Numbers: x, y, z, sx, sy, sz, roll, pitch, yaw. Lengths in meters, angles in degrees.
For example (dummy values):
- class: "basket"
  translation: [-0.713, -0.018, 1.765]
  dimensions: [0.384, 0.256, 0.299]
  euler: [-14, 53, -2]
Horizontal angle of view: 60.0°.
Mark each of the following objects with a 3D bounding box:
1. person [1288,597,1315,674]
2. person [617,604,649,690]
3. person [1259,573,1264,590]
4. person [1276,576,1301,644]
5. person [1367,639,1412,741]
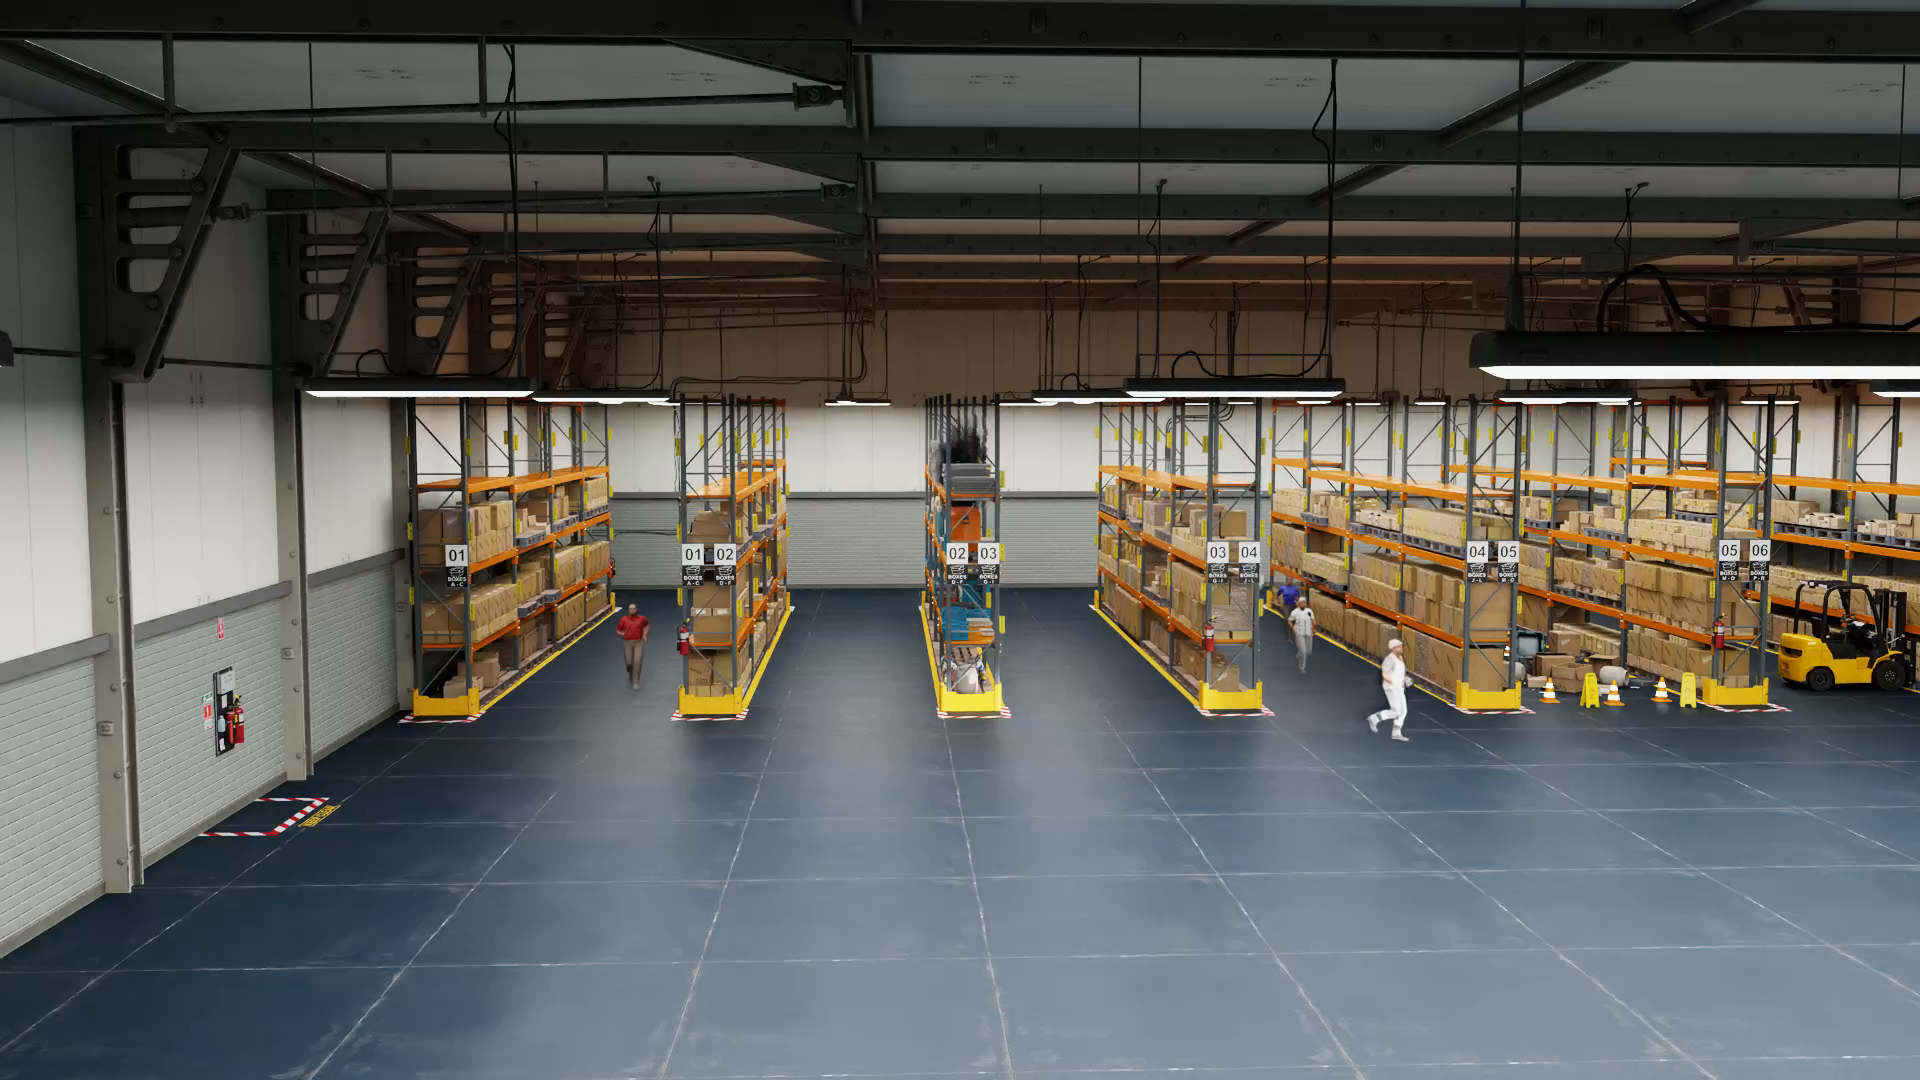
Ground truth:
- class: "person"
  translation: [7.441, 2.064, 36.159]
  dimensions: [0.603, 1.651, 0.605]
  euler: [-1, 5, -7]
- class: "person"
  translation: [-6.702, 2.166, 34.112]
  dimensions: [0.664, 1.725, 0.954]
  euler: [-1, 5, -12]
- class: "person"
  translation: [7.830, 1.367, 44.509]
  dimensions: [0.623, 1.729, 0.867]
  euler: [0, 5, 4]
- class: "person"
  translation: [8.046, 1.685, 40.716]
  dimensions: [0.587, 1.627, 0.871]
  euler: [0, 5, -3]
- class: "person"
  translation: [7.455, 2.583, 28.794]
  dimensions: [0.700, 1.764, 0.640]
  euler: [3, 5, 33]
